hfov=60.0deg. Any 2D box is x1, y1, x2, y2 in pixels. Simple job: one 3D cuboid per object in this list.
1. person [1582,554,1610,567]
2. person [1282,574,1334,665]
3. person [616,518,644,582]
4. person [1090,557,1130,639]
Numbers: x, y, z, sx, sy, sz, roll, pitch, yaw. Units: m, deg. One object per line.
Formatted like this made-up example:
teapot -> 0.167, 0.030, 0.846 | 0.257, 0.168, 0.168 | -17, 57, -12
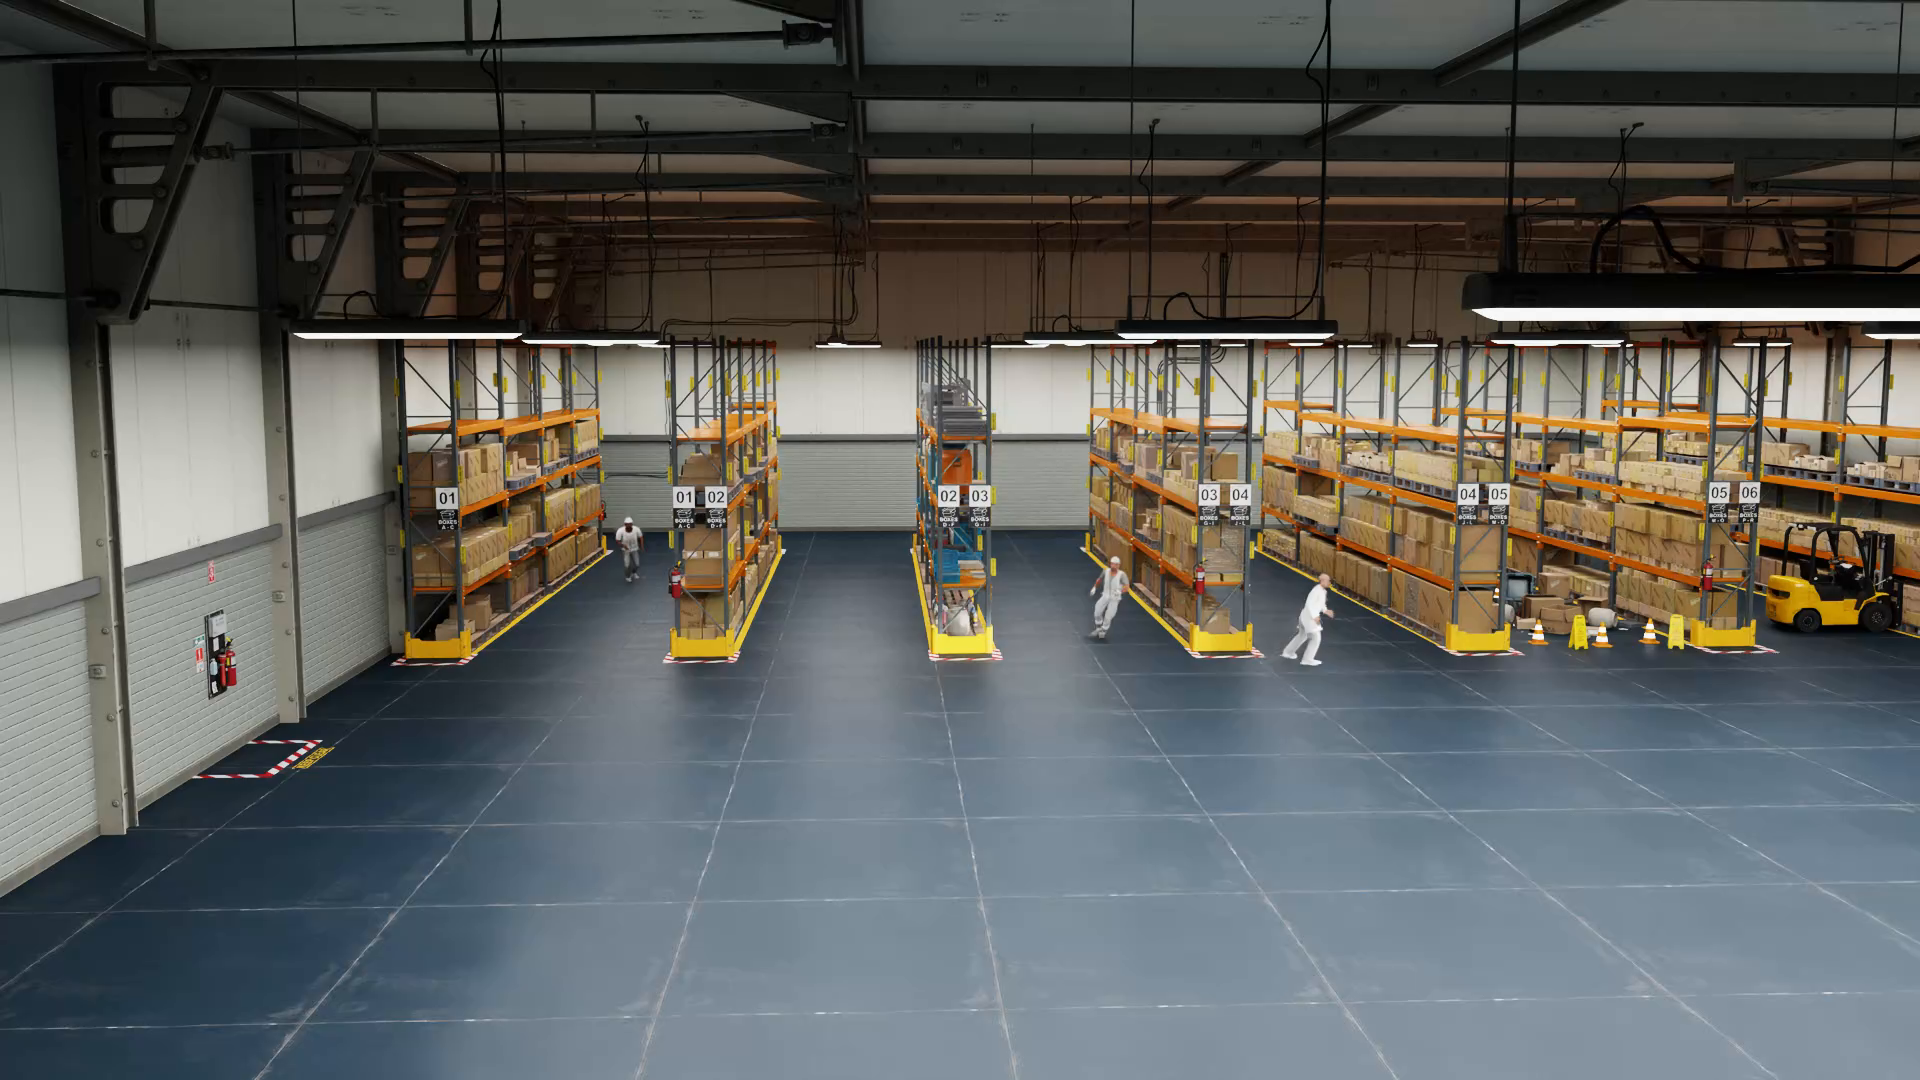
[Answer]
person -> 16.811, -0.105, 43.872 | 0.626, 1.743, 0.955 | -3, 7, -22
person -> 6.359, 1.528, 30.398 | 0.924, 1.509, 0.743 | 2, 7, 16
person -> -8.153, 0.247, 41.067 | 0.702, 1.649, 0.762 | -2, 7, -20
person -> 2.940, 1.155, 32.947 | 0.861, 1.673, 0.692 | 2, 7, 16
